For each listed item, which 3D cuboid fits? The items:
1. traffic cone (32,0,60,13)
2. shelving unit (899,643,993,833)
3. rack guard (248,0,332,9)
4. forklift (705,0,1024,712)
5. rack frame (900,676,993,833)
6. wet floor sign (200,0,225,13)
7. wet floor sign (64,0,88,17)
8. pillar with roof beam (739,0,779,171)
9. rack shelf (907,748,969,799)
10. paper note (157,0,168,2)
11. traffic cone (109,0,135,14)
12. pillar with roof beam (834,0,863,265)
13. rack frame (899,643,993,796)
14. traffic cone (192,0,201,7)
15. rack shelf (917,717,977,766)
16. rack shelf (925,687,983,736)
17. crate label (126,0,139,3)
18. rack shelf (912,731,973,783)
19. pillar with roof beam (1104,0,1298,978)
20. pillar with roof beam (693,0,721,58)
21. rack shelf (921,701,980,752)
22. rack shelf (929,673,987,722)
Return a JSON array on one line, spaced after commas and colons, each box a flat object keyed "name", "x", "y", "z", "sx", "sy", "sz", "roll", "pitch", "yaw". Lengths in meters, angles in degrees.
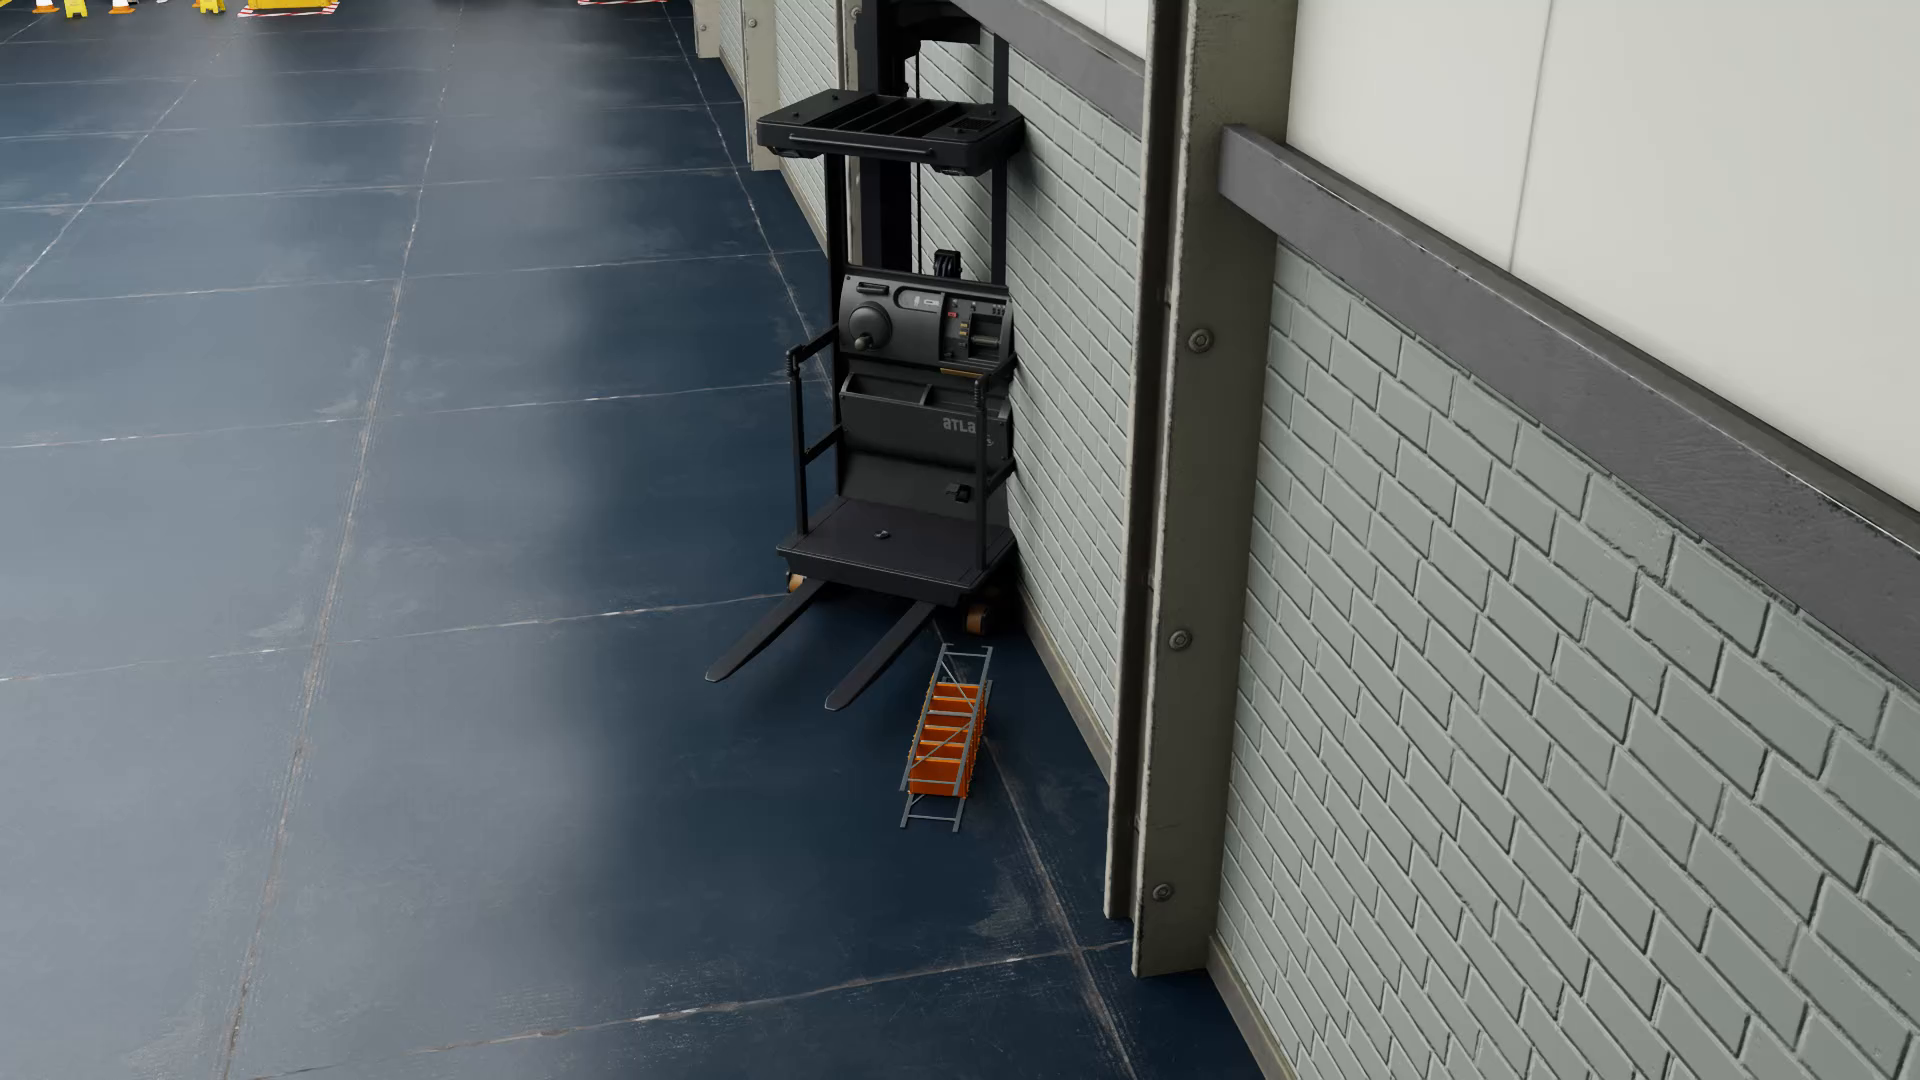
[{"name": "traffic cone", "x": -13.753, "y": -8.171, "z": 24.925, "sx": 0.336, "sy": 0.463, "sz": 0.334, "roll": -6, "pitch": 27, "yaw": -12}, {"name": "shelving unit", "x": -0.046, "y": 0.848, "z": 7.356, "sx": 0.258, "sy": 0.189, "sz": 1.200, "roll": 4, "pitch": 27, "yaw": 7}, {"name": "rack guard", "x": -10.234, "y": -8.391, "z": 25.319, "sx": 1.175, "sy": 0.500, "sz": 0.348, "roll": -6, "pitch": 27, "yaw": -12}, {"name": "forklift", "x": -0.249, "y": -1.048, "z": 8.073, "sx": 1.130, "sy": 2.935, "sz": 3.031, "roll": 11, "pitch": 29, "yaw": 21}, {"name": "rack frame", "x": -0.046, "y": 0.929, "z": 7.397, "sx": 0.240, "sy": 0.006, "sz": 1.200, "roll": 4, "pitch": 27, "yaw": 7}, {"name": "wet floor sign", "x": -11.217, "y": -8.230, "z": 24.840, "sx": 0.267, "sy": 0.644, "sz": 0.232, "roll": 3, "pitch": 27, "yaw": 6}, {"name": "wet floor sign", "x": -13.081, "y": -8.064, "z": 24.510, "sx": 0.267, "sy": 0.644, "sz": 0.232, "roll": -11, "pitch": 29, "yaw": -20}, {"name": "pillar with roof beam", "x": -6.151, "y": -7.349, "z": 13.823, "sx": 9.100, "sy": 9.000, "sz": 0.400, "roll": -6, "pitch": 27, "yaw": -12}, {"name": "rack shelf", "x": -0.090, "y": 0.988, "z": 7.077, "sx": 0.258, "sy": 0.180, "sz": 0.103, "roll": 4, "pitch": 27, "yaw": 7}, {"name": "paper note", "x": -12.369, "y": -8.361, "z": 25.780, "sx": 0.148, "sy": 0.019, "sz": 0.142, "roll": -16, "pitch": 31, "yaw": -29}, {"name": "traffic cone", "x": -12.576, "y": -8.137, "z": 24.857, "sx": 0.336, "sy": 0.463, "sz": 0.334, "roll": -6, "pitch": 27, "yaw": -12}, {"name": "pillar with roof beam", "x": -4.798, "y": -4.715, "z": 8.605, "sx": 9.100, "sy": 9.000, "sz": 0.400, "roll": -6, "pitch": 27, "yaw": -12}, {"name": "rack frame", "x": -0.046, "y": 0.766, "z": 7.314, "sx": 0.240, "sy": 0.006, "sz": 1.200, "roll": 4, "pitch": 27, "yaw": 7}, {"name": "traffic cone", "x": -11.571, "y": -8.399, "z": 25.376, "sx": 0.336, "sy": 0.463, "sz": 0.334, "roll": -6, "pitch": 27, "yaw": -12}, {"name": "rack shelf", "x": -0.056, "y": 0.881, "z": 7.289, "sx": 0.258, "sy": 0.180, "sz": 0.103, "roll": 4, "pitch": 27, "yaw": 7}, {"name": "rack shelf", "x": -0.023, "y": 0.774, "z": 7.501, "sx": 0.258, "sy": 0.180, "sz": 0.103, "roll": 4, "pitch": 27, "yaw": 7}, {"name": "crate label", "x": -12.813, "y": -8.330, "z": 25.602, "sx": 0.250, "sy": 0.136, "sz": 0.298, "roll": -23, "pitch": 35, "yaw": -38}, {"name": "rack shelf", "x": -0.073, "y": 0.935, "z": 7.183, "sx": 0.258, "sy": 0.180, "sz": 0.103, "roll": 4, "pitch": 27, "yaw": 7}, {"name": "pillar with roof beam", "x": -3.446, "y": -2.081, "z": 3.386, "sx": 9.100, "sy": 9.000, "sz": 0.400, "roll": -6, "pitch": 27, "yaw": -12}, {"name": "pillar with roof beam", "x": -7.503, "y": -9.983, "z": 19.042, "sx": 9.100, "sy": 9.000, "sz": 0.400, "roll": -6, "pitch": 27, "yaw": -12}, {"name": "rack shelf", "x": -0.040, "y": 0.828, "z": 7.395, "sx": 0.258, "sy": 0.180, "sz": 0.103, "roll": 4, "pitch": 27, "yaw": 7}, {"name": "rack shelf", "x": -0.006, "y": 0.721, "z": 7.607, "sx": 0.258, "sy": 0.180, "sz": 0.103, "roll": 4, "pitch": 27, "yaw": 7}]
